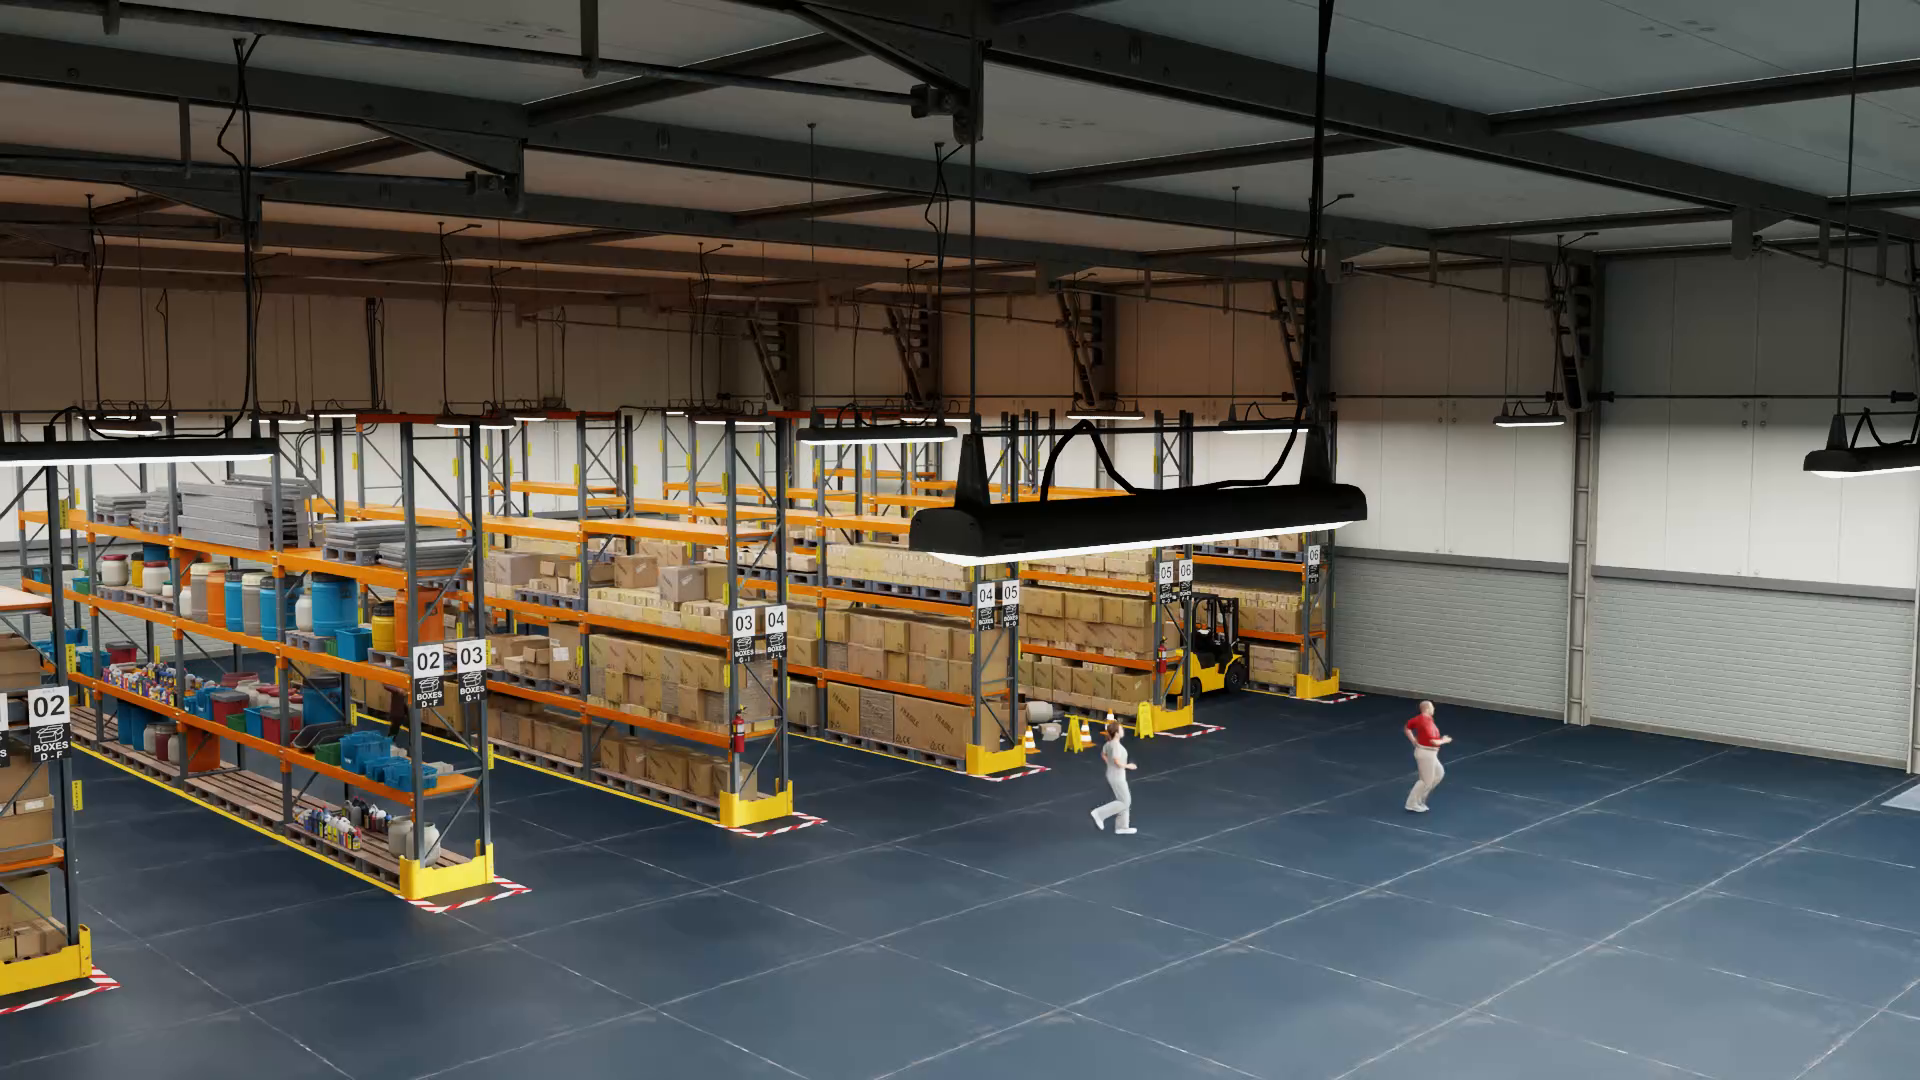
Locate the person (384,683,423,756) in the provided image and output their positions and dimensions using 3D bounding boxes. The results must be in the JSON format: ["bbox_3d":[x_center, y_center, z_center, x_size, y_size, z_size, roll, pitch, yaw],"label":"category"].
[{"bbox_3d":[-9.877,2.891,29.396,0.891,1.838,0.707,4,7,41],"label":"person"}]

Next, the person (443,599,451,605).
[{"bbox_3d":[-12.047,2.170,38.833,0.598,1.582,0.490,1,5,12],"label":"person"}]

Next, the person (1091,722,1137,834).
[{"bbox_3d":[2.206,3.434,23.963,0.685,1.633,0.558,-1,5,-10],"label":"person"}]

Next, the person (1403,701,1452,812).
[{"bbox_3d":[7.108,3.289,25.244,0.692,1.728,0.641,0,5,1],"label":"person"}]
